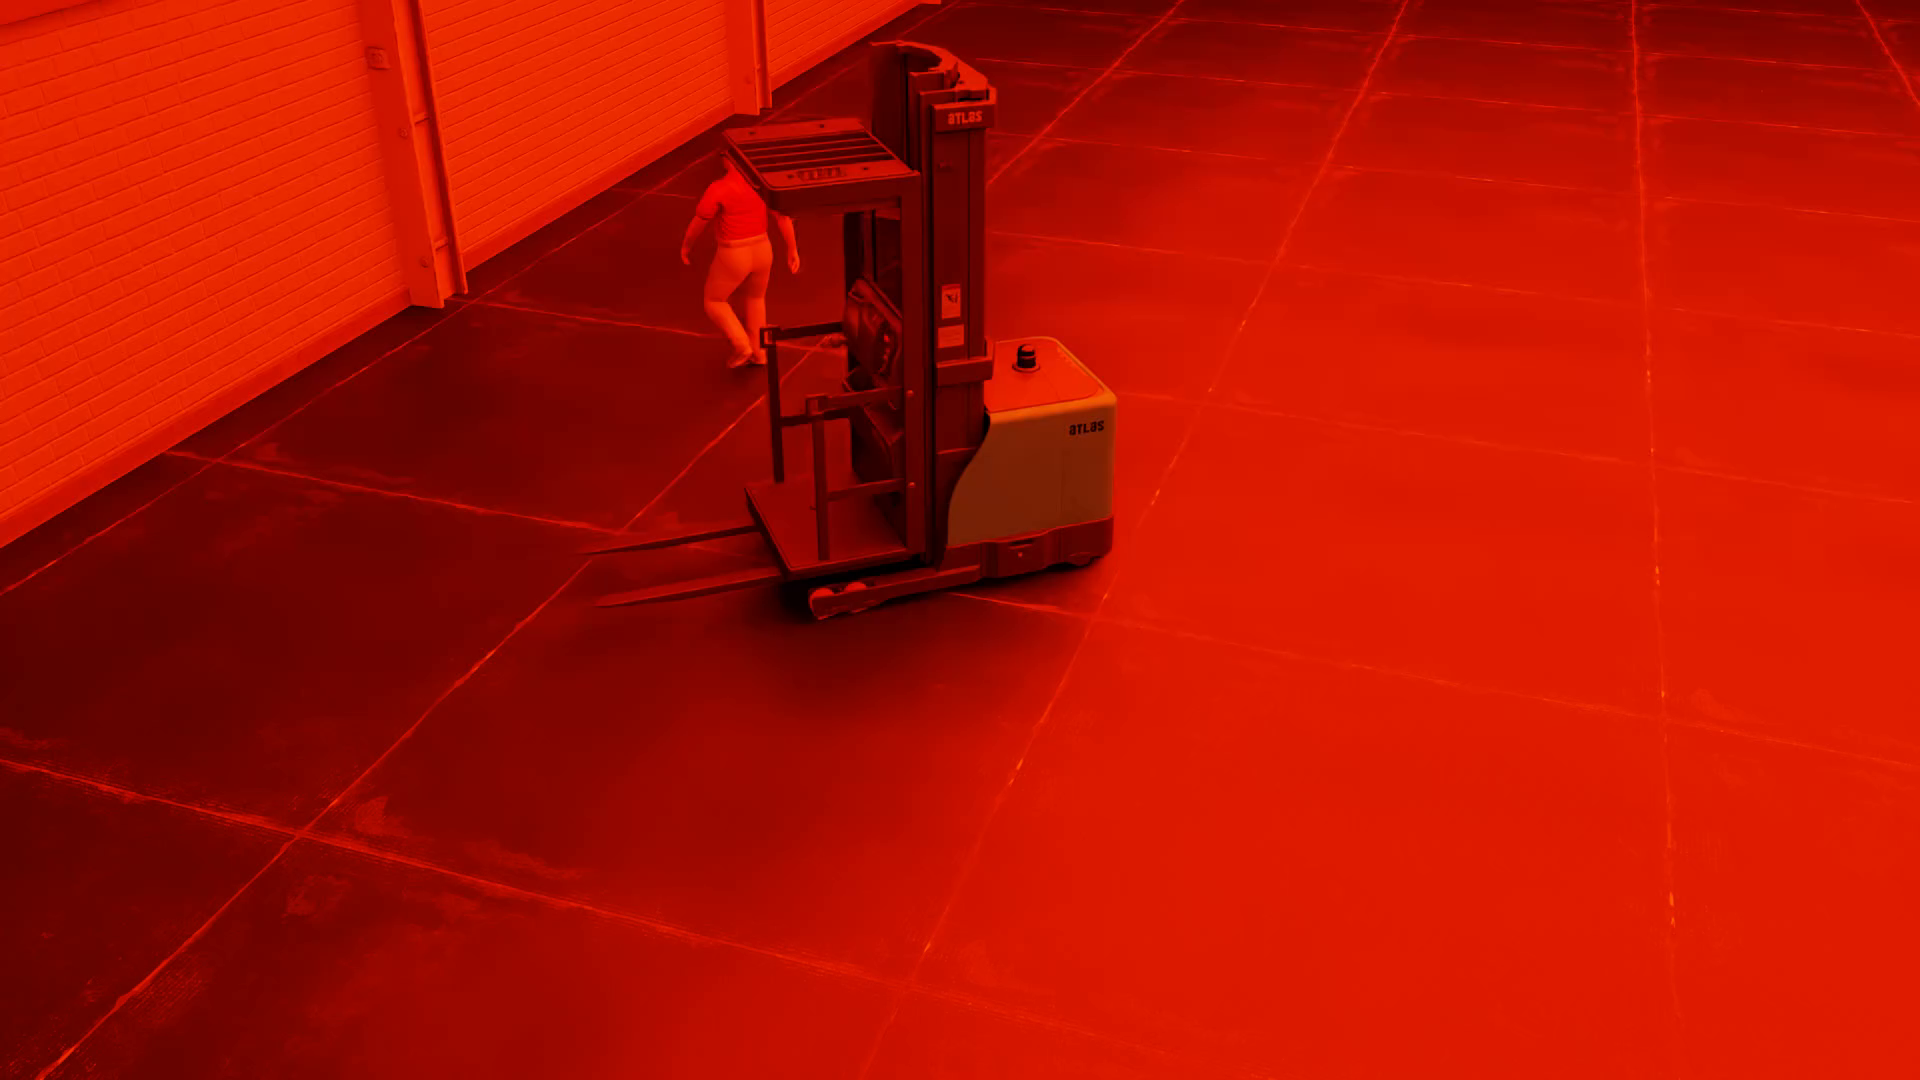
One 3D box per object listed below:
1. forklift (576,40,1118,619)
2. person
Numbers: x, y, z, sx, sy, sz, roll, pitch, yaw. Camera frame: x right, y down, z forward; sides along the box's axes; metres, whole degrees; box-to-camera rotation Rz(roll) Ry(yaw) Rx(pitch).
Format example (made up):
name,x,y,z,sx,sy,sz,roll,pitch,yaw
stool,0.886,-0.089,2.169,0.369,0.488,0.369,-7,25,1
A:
name,x,y,z,sx,sy,sz,roll,pitch,yaw
forklift,-0.667,-1.127,9.114,3.031,2.935,1.130,-10,31,-17
person,-1.563,-2.035,11.945,0.760,1.709,0.533,-18,34,-29
